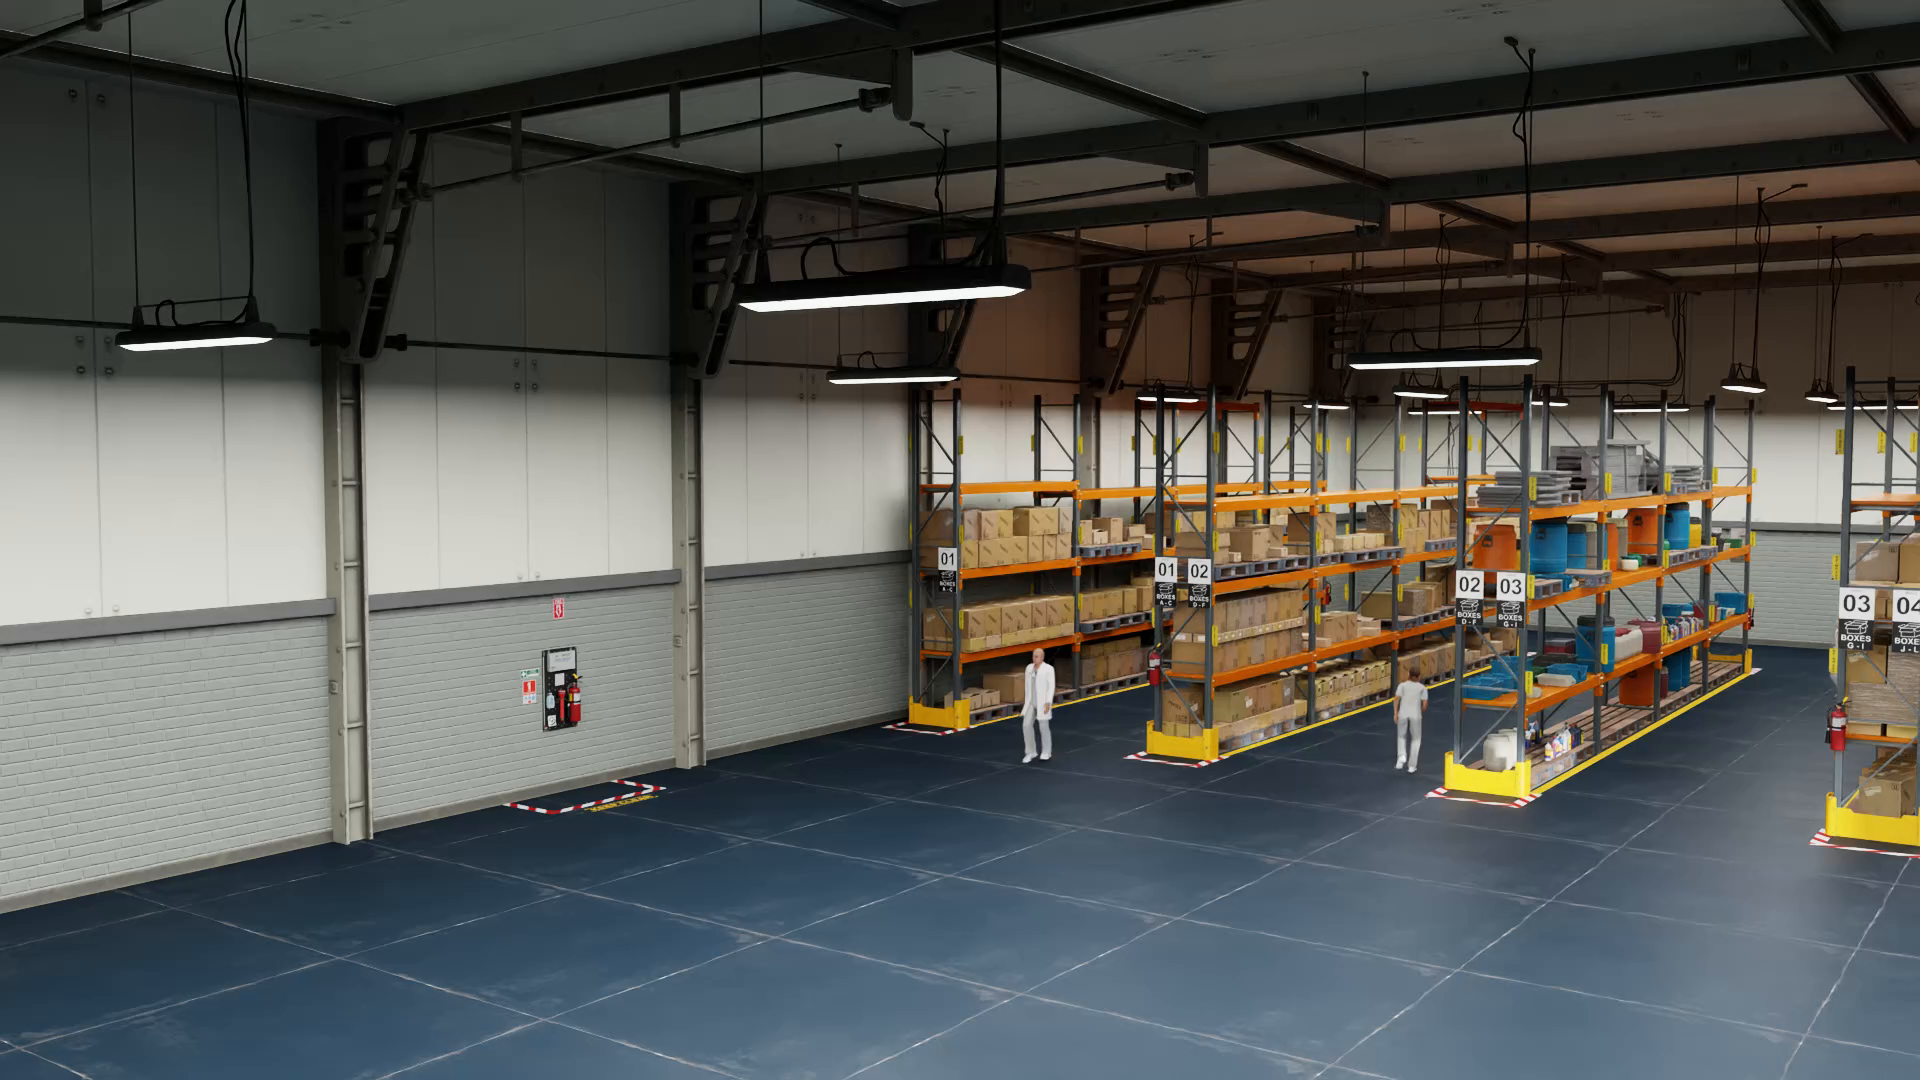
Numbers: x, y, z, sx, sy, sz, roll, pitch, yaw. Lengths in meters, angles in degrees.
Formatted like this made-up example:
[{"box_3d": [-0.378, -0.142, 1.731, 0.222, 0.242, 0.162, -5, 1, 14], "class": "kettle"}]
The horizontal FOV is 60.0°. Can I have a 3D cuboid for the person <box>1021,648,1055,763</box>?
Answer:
[{"box_3d": [1.256, 2.638, 26.357, 0.629, 1.854, 0.587, 2, 4, 37], "class": "person"}]

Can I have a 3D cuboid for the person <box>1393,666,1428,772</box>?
[{"box_3d": [6.902, 2.750, 25.503, 0.510, 1.613, 0.700, 1, 3, 21], "class": "person"}]

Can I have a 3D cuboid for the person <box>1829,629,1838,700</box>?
[{"box_3d": [17.298, 2.266, 32.432, 0.571, 1.774, 0.453, 0, 3, -6], "class": "person"}]
